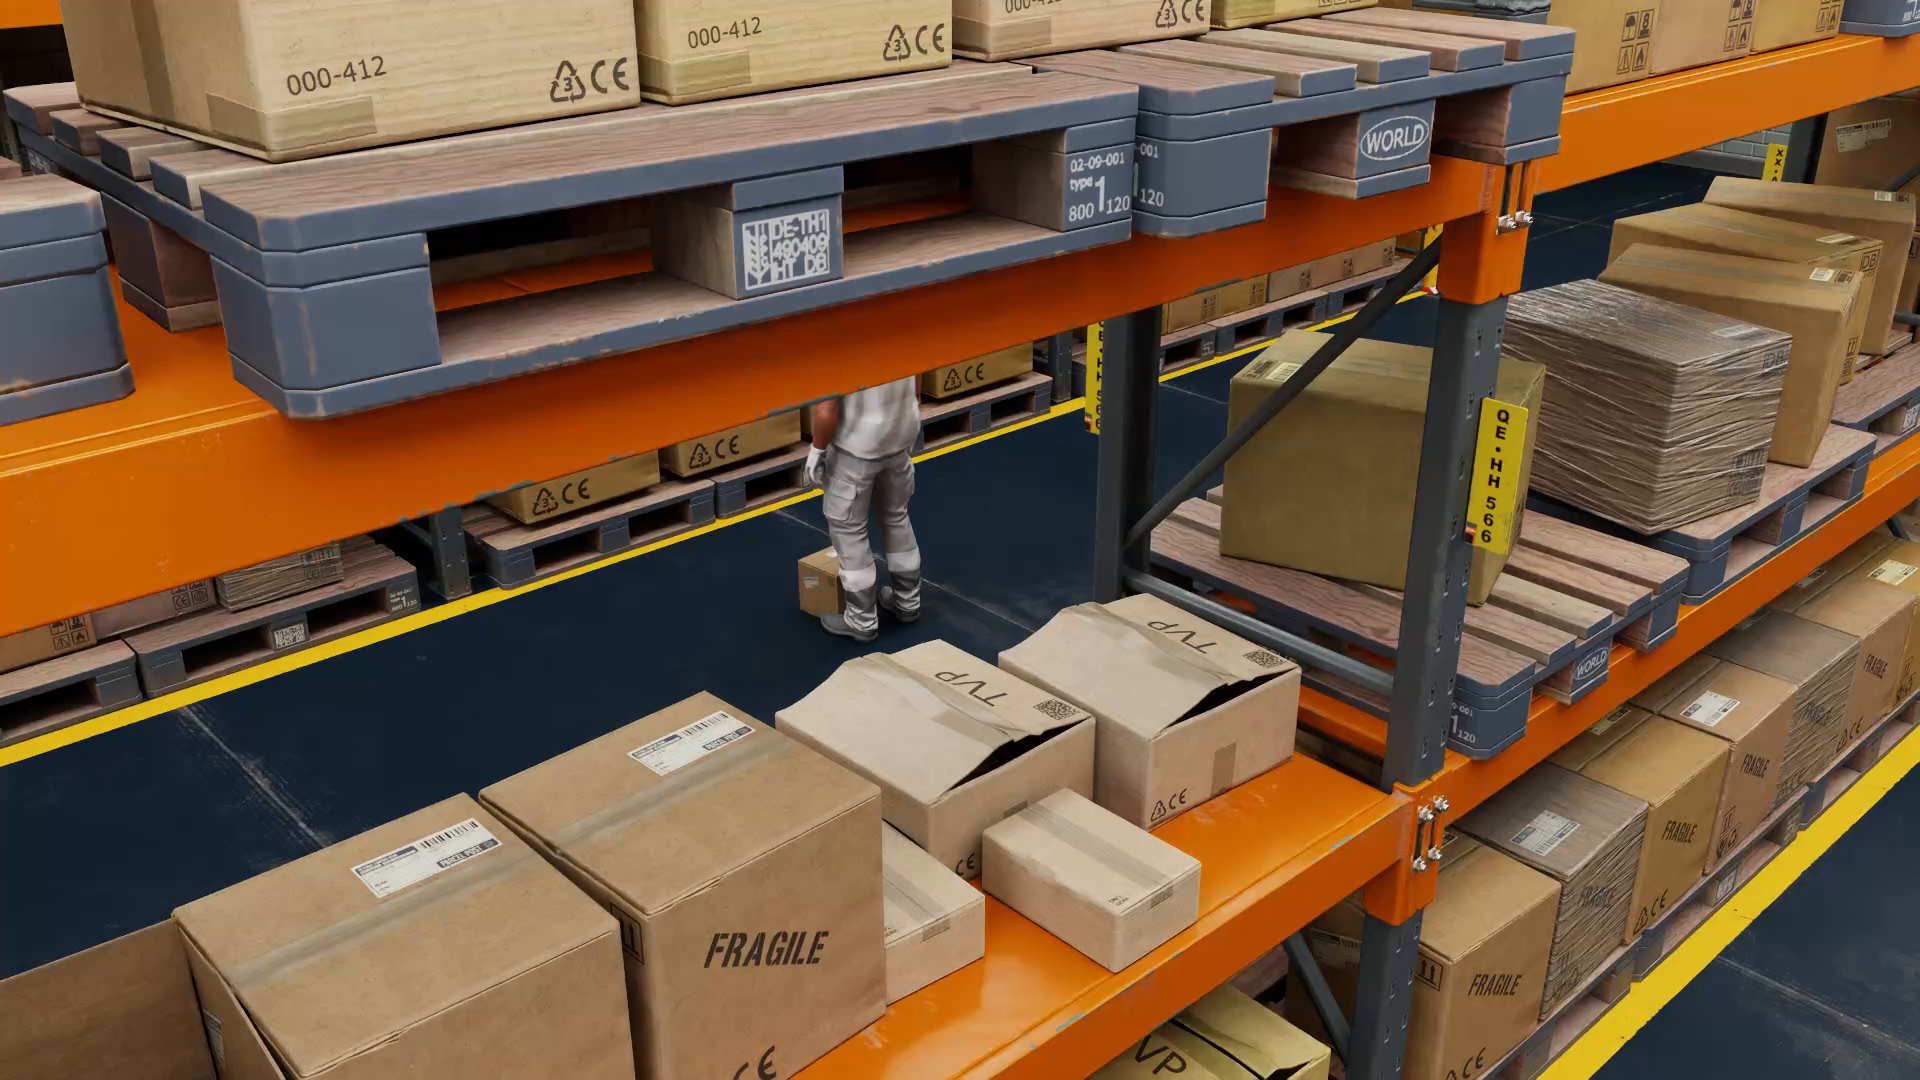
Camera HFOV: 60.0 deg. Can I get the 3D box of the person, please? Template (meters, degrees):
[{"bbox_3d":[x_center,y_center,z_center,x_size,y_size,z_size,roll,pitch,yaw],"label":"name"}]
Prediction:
[{"bbox_3d":[-0.408,-0.424,7.032,0.447,1.780,0.619,21,32,39],"label":"person"}]
